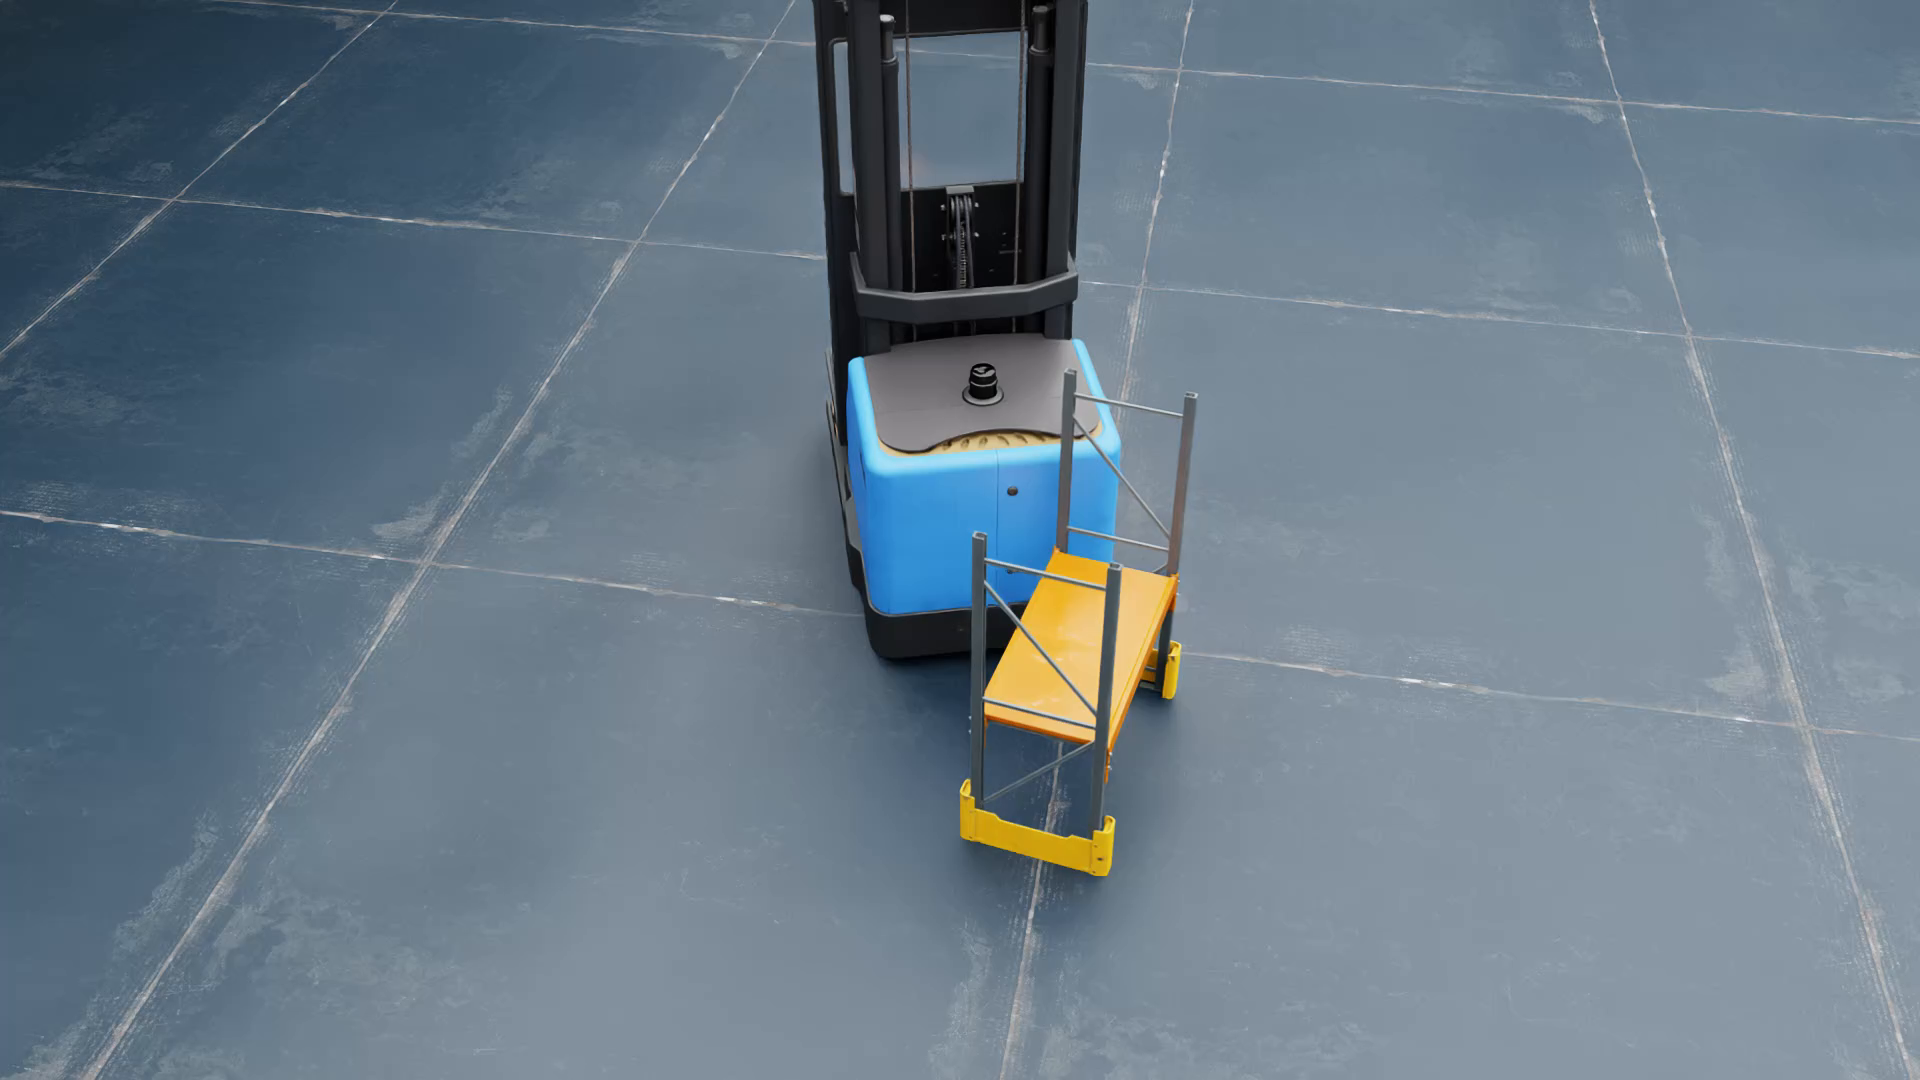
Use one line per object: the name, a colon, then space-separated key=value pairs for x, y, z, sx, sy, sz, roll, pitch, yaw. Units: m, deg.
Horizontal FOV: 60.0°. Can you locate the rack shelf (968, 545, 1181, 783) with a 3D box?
rack shelf: x=0.452 y=0.446 z=6.316 sx=0.538 sy=0.185 sz=1.000 roll=13 pitch=41 yaw=15

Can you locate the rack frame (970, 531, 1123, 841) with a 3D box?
rack frame: x=0.279 y=0.612 z=5.833 sx=0.500 sy=1.500 sz=0.032 roll=13 pitch=41 yaw=15

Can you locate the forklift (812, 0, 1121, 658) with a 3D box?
forklift: x=-0.072 y=-1.568 z=7.347 sx=1.130 sy=2.935 sz=3.031 roll=-5 pitch=40 yaw=-7

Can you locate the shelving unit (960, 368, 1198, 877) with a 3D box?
shelving unit: x=0.455 y=0.302 z=6.208 sx=0.587 sy=1.500 sz=1.083 roll=13 pitch=41 yaw=15

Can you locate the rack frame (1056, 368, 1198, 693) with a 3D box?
rack frame: x=0.625 y=0.002 z=6.570 sx=0.500 sy=1.500 sz=0.032 roll=13 pitch=41 yaw=15

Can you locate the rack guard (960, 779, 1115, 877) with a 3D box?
rack guard: x=0.285 y=1.082 z=6.245 sx=0.587 sy=0.250 sz=0.087 roll=13 pitch=41 yaw=15

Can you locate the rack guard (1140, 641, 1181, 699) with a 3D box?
rack guard: x=0.624 y=0.485 z=6.967 sx=0.587 sy=0.250 sz=0.087 roll=13 pitch=41 yaw=15
